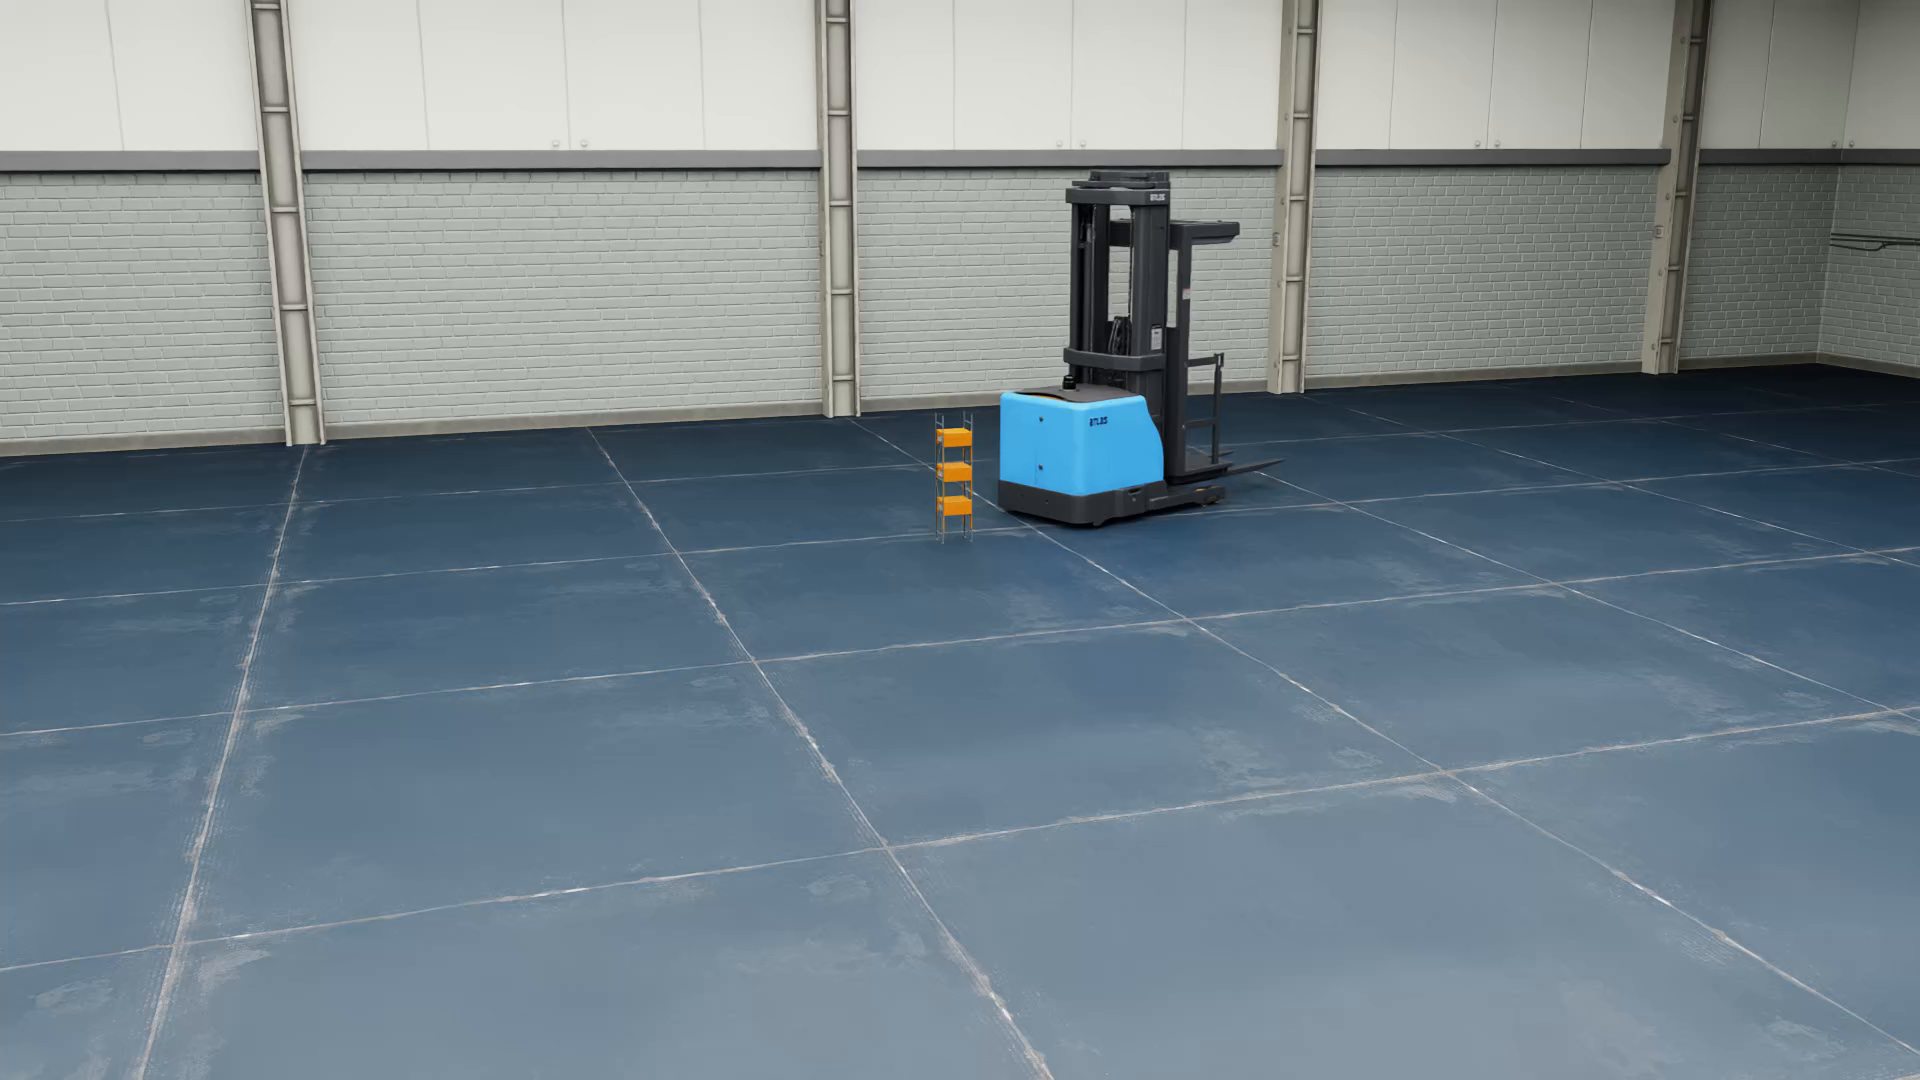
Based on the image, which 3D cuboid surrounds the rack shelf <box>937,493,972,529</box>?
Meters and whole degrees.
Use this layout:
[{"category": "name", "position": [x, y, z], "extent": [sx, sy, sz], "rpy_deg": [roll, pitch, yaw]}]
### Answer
[{"category": "rack shelf", "position": [-0.051, -0.226, 13.571], "extent": [0.240, 0.259, 0.215], "rpy_deg": [-4, 14, -18]}]

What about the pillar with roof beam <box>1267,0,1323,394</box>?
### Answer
[{"category": "pillar with roof beam", "position": [5.637, -5.378, 16.808], "extent": [0.400, 9.000, 9.100], "rpy_deg": [-4, 14, -18]}]

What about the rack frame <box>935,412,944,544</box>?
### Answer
[{"category": "rack frame", "position": [-0.166, -0.498, 13.467], "extent": [0.008, 1.050, 0.200], "rpy_deg": [-4, 14, -18]}]

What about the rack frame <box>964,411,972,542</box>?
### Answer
[{"category": "rack frame", "position": [0.065, -0.516, 13.543], "extent": [0.008, 1.050, 0.200], "rpy_deg": [-4, 14, -18]}]

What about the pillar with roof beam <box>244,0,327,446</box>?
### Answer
[{"category": "pillar with roof beam", "position": [-5.736, -4.493, 13.084], "extent": [0.400, 9.000, 9.100], "rpy_deg": [-4, 14, -18]}]

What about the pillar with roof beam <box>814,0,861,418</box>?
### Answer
[{"category": "pillar with roof beam", "position": [-0.049, -4.936, 14.946], "extent": [0.400, 9.000, 9.100], "rpy_deg": [-4, 14, -18]}]

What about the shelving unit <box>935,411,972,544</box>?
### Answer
[{"category": "shelving unit", "position": [-0.051, -0.507, 13.505], "extent": [0.252, 1.050, 0.215], "rpy_deg": [-4, 14, -18]}]

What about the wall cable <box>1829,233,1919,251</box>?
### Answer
[{"category": "wall cable", "position": [13.165, -5.182, 22.693], "extent": [0.112, 2.526, 3.097], "rpy_deg": [-4, 14, -18]}]

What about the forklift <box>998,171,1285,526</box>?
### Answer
[{"category": "forklift", "position": [1.767, -1.804, 14.891], "extent": [3.031, 2.935, 1.130], "rpy_deg": [-12, 18, -40]}]

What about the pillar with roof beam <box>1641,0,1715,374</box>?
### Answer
[{"category": "pillar with roof beam", "position": [11.324, -5.821, 18.669], "extent": [0.400, 9.000, 9.100], "rpy_deg": [-4, 14, -18]}]

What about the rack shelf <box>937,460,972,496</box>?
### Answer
[{"category": "rack shelf", "position": [-0.051, -0.497, 13.507], "extent": [0.240, 0.259, 0.215], "rpy_deg": [-4, 14, -18]}]

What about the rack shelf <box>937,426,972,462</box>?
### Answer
[{"category": "rack shelf", "position": [-0.051, -0.773, 13.441], "extent": [0.240, 0.259, 0.215], "rpy_deg": [-4, 14, -18]}]
